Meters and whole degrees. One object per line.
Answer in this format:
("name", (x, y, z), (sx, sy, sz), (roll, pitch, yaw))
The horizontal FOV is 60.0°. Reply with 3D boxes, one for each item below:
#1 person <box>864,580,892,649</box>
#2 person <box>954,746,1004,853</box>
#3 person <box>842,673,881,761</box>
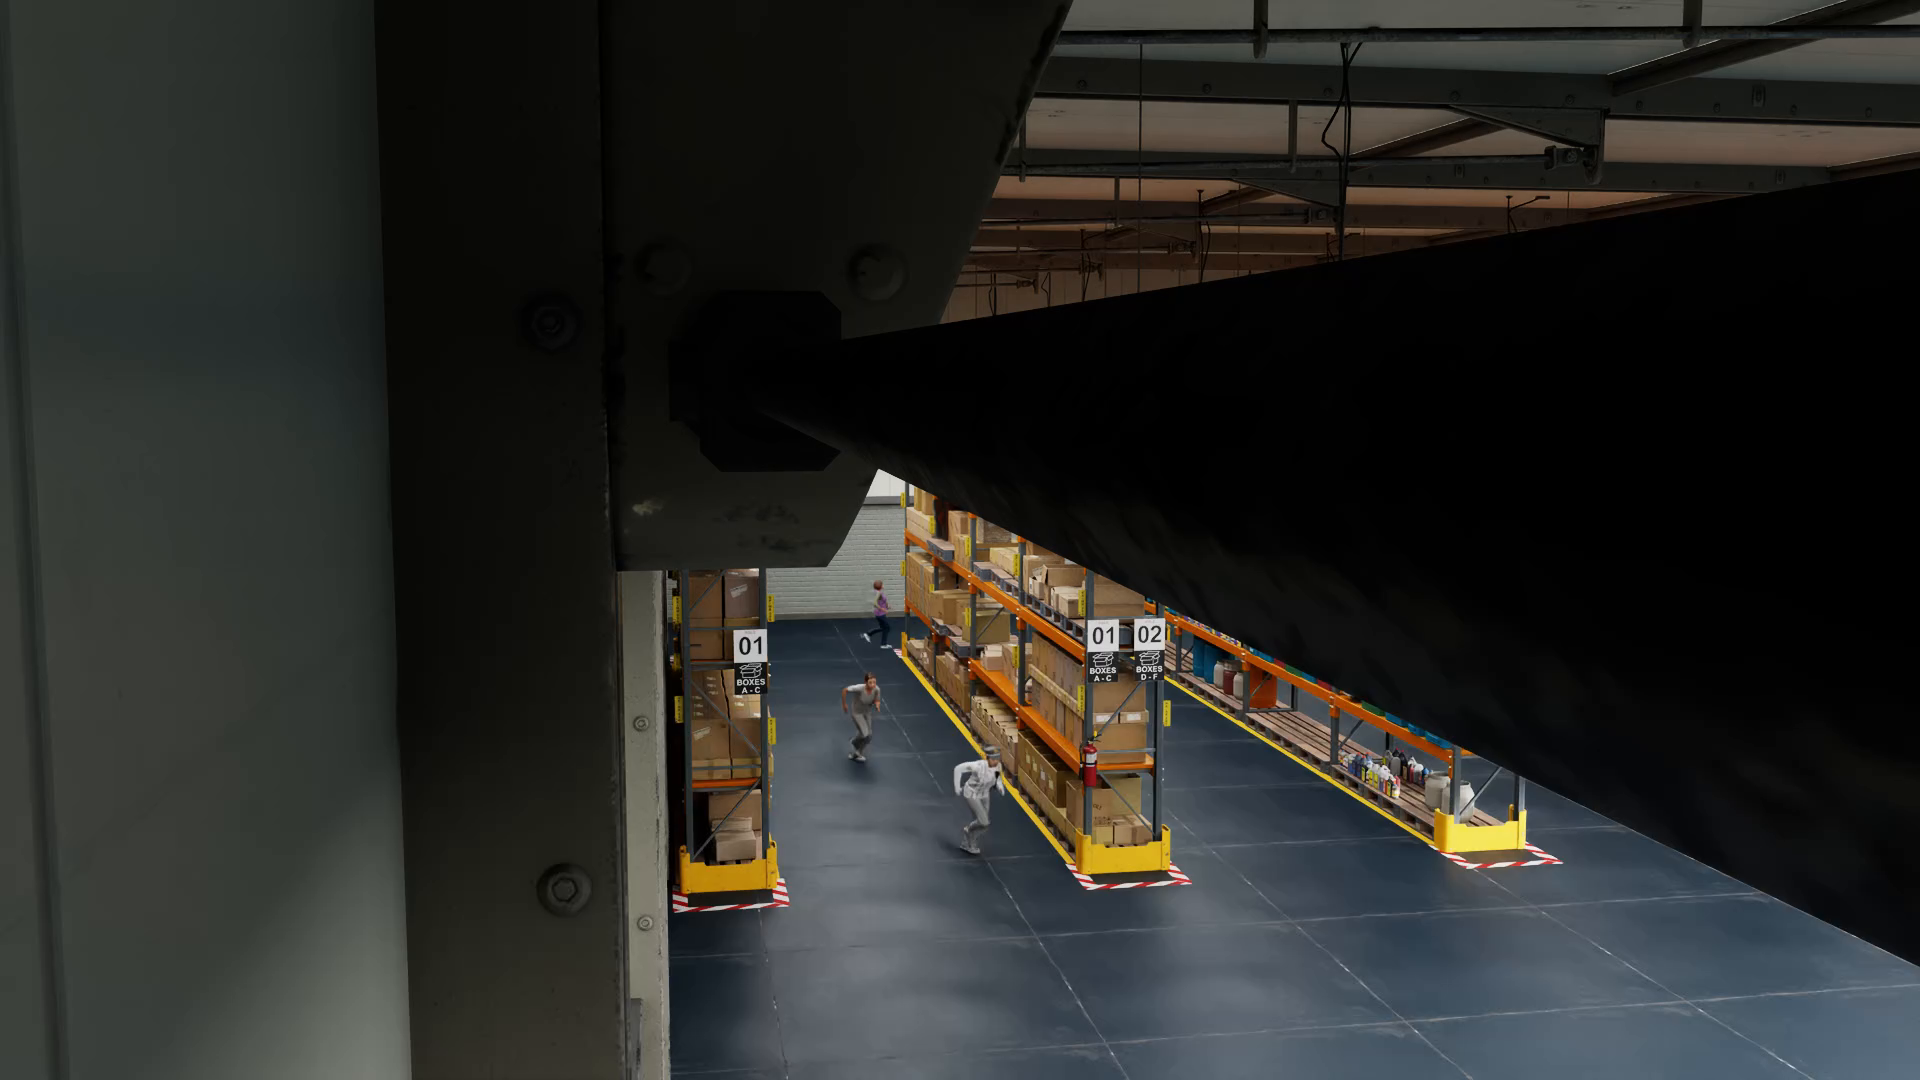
("person", (-1.848, 1.683, 37.442), (0.651, 1.540, 0.541), (0, 6, -4))
("person", (0.238, 3.367, 21.461), (0.645, 1.496, 0.818), (-4, 7, -37))
("person", (-1.578, 2.834, 26.566), (0.590, 1.503, 0.819), (-4, 7, -32))
